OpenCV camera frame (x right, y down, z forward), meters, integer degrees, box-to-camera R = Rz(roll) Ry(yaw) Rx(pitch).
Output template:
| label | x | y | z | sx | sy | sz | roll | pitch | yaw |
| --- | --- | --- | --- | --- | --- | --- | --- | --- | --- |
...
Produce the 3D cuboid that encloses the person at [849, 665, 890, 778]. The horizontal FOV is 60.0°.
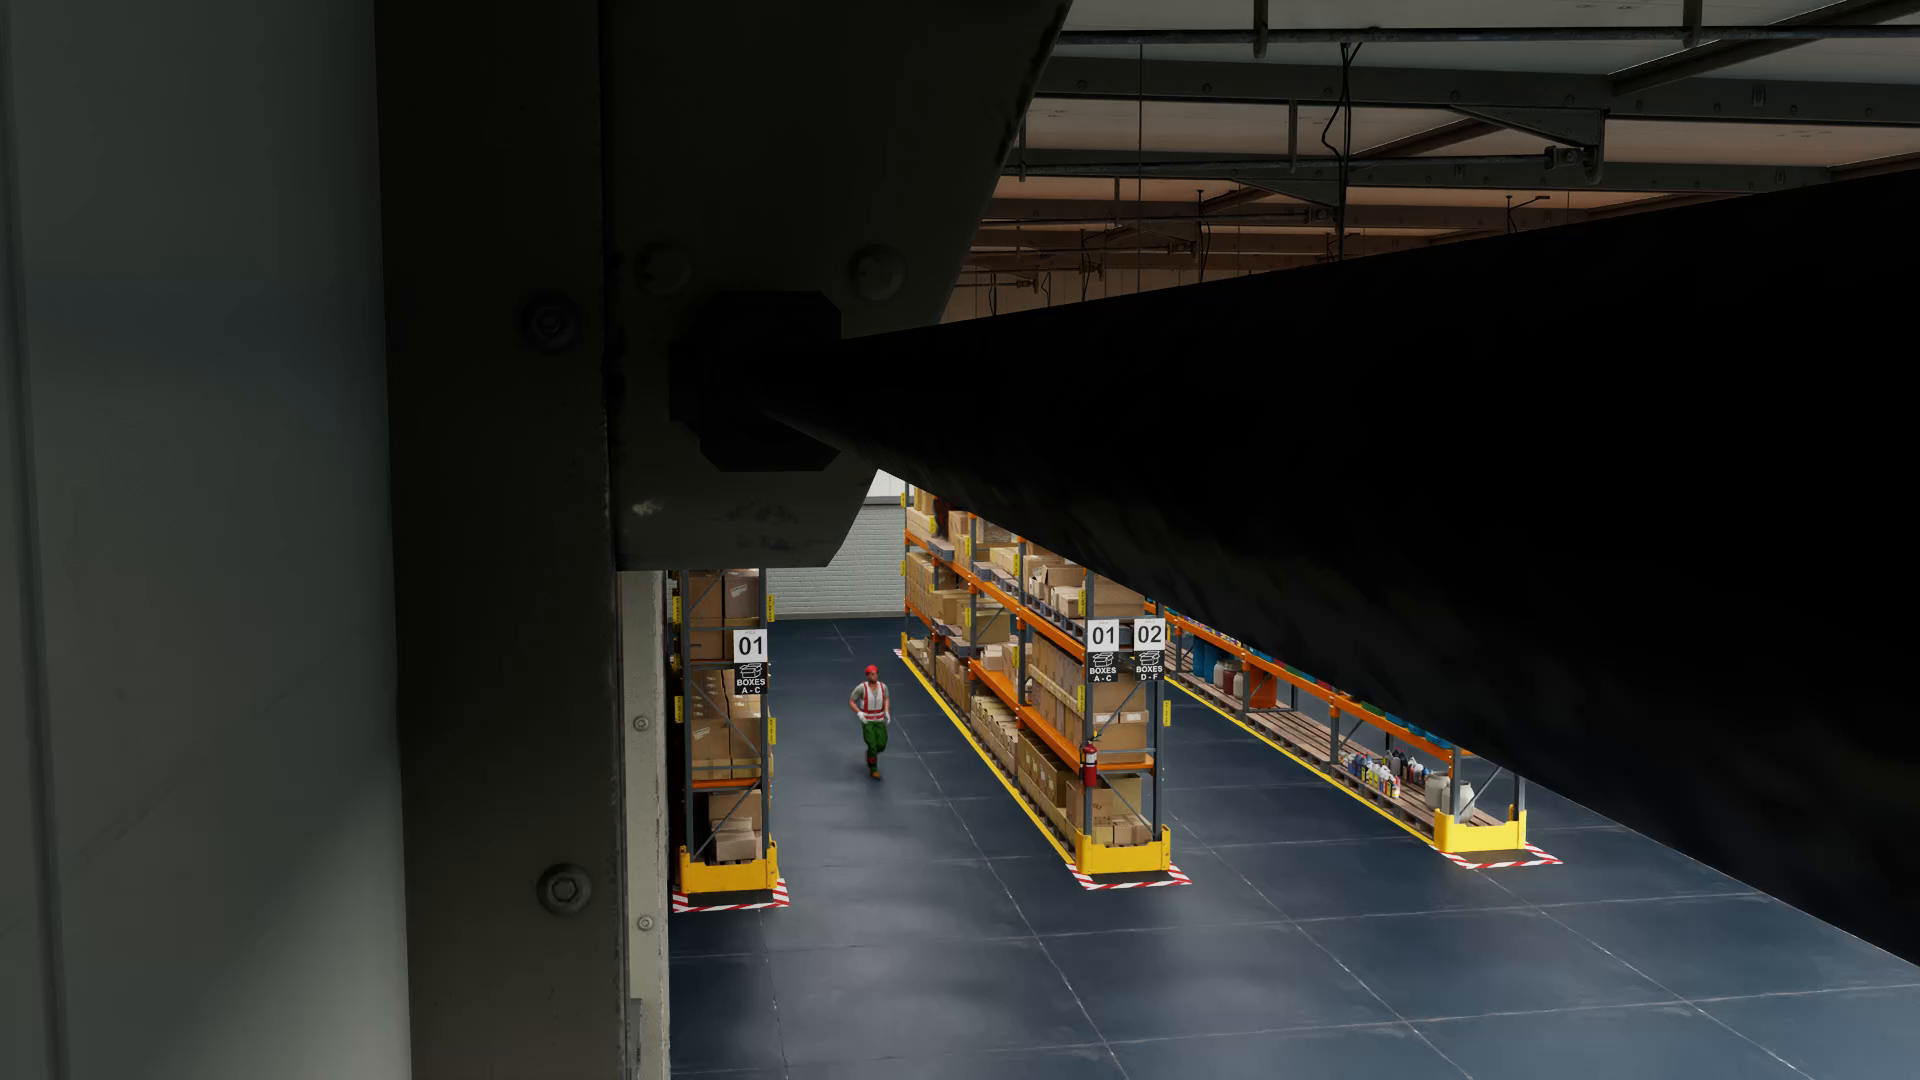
| label | x | y | z | sx | sy | sz | roll | pitch | yaw |
| --- | --- | --- | --- | --- | --- | --- | --- | --- | --- |
| person | -1.399 | 2.790 | 25.775 | 0.669 | 1.749 | 0.601 | -3 | 7 | -25 |
